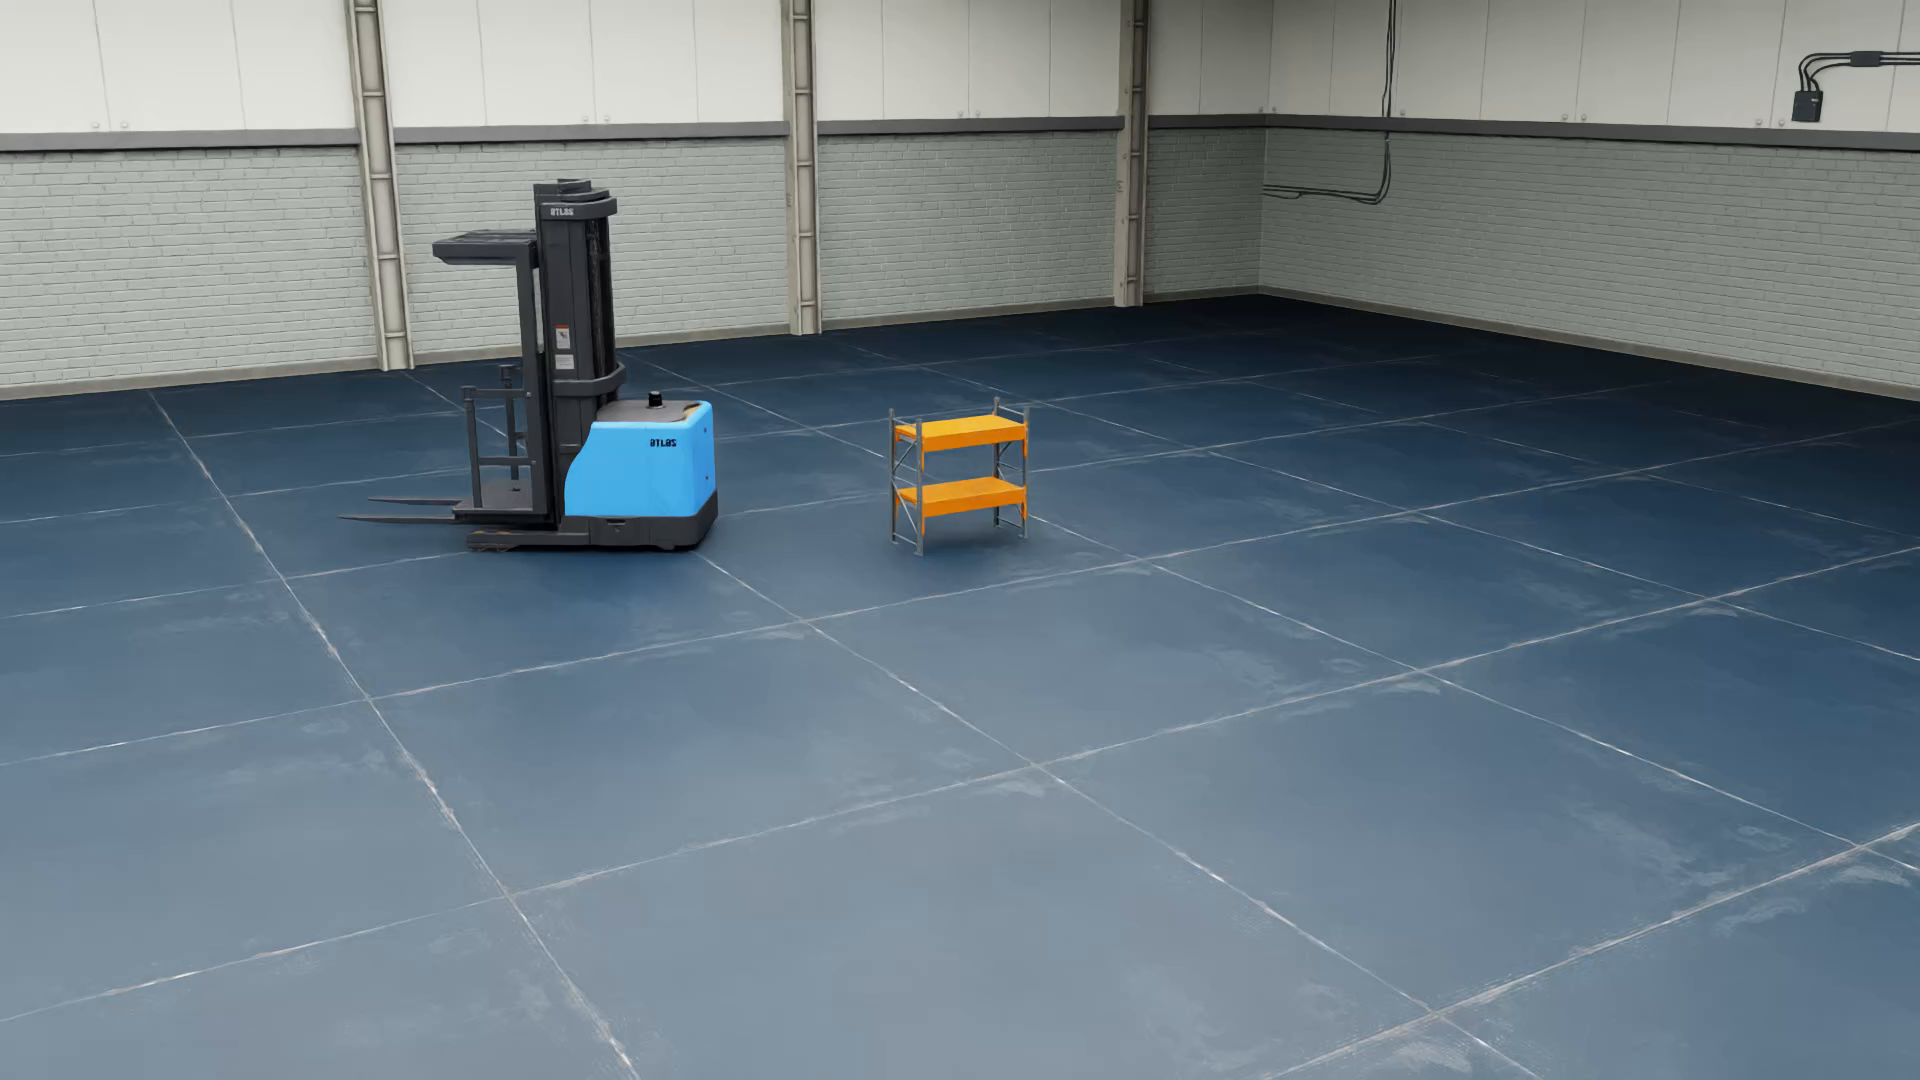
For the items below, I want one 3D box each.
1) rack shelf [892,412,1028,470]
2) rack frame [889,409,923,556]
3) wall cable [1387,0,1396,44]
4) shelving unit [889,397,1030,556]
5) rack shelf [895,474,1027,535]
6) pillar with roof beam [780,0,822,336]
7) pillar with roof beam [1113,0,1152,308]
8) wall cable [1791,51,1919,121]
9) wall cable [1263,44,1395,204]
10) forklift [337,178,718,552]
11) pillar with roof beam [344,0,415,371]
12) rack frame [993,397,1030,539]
[{"bbox_3d":[-0.006,-0.823,13.676,1.000,0.278,0.538,-9,18,-30],"label":"rack shelf"},{"bbox_3d":[-0.442,-0.470,13.503,0.032,1.125,0.500,-9,18,-30],"label":"rack frame"},{"bbox_3d":[7.425,-8.689,24.630,0.112,2.526,3.097,-9,18,-30],"label":"wall cable"},{"bbox_3d":[-0.006,-0.541,13.755,1.048,1.125,0.538,-9,18,-30],"label":"shelving unit"},{"bbox_3d":[-0.006,-0.305,13.821,1.000,0.278,0.538,-9,18,-30],"label":"rack shelf"},{"bbox_3d":[-0.101,-6.444,20.227,0.400,9.000,9.100,-9,18,-30],"label":"pillar with roof beam"},{"bbox_3d":[5.042,-7.278,23.203,0.400,9.000,9.100,-9,18,-30],"label":"pillar with roof beam"},{"bbox_3d":[10.907,-7.817,18.823,0.169,6.003,2.305,-9,18,-30],"label":"wall cable"},{"bbox_3d":[6.031,-6.883,27.545,0.112,2.526,3.097,-9,18,-30],"label":"wall cable"},{"bbox_3d":[-3.627,-1.456,13.675,3.031,2.935,1.130,1,16,3],"label":"forklift"},{"bbox_3d":[-5.244,-5.610,17.252,0.400,9.000,9.100,-9,18,-30],"label":"pillar with roof beam"},{"bbox_3d":[0.430,-0.611,14.007,0.032,1.125,0.500,-9,18,-30],"label":"rack frame"}]
